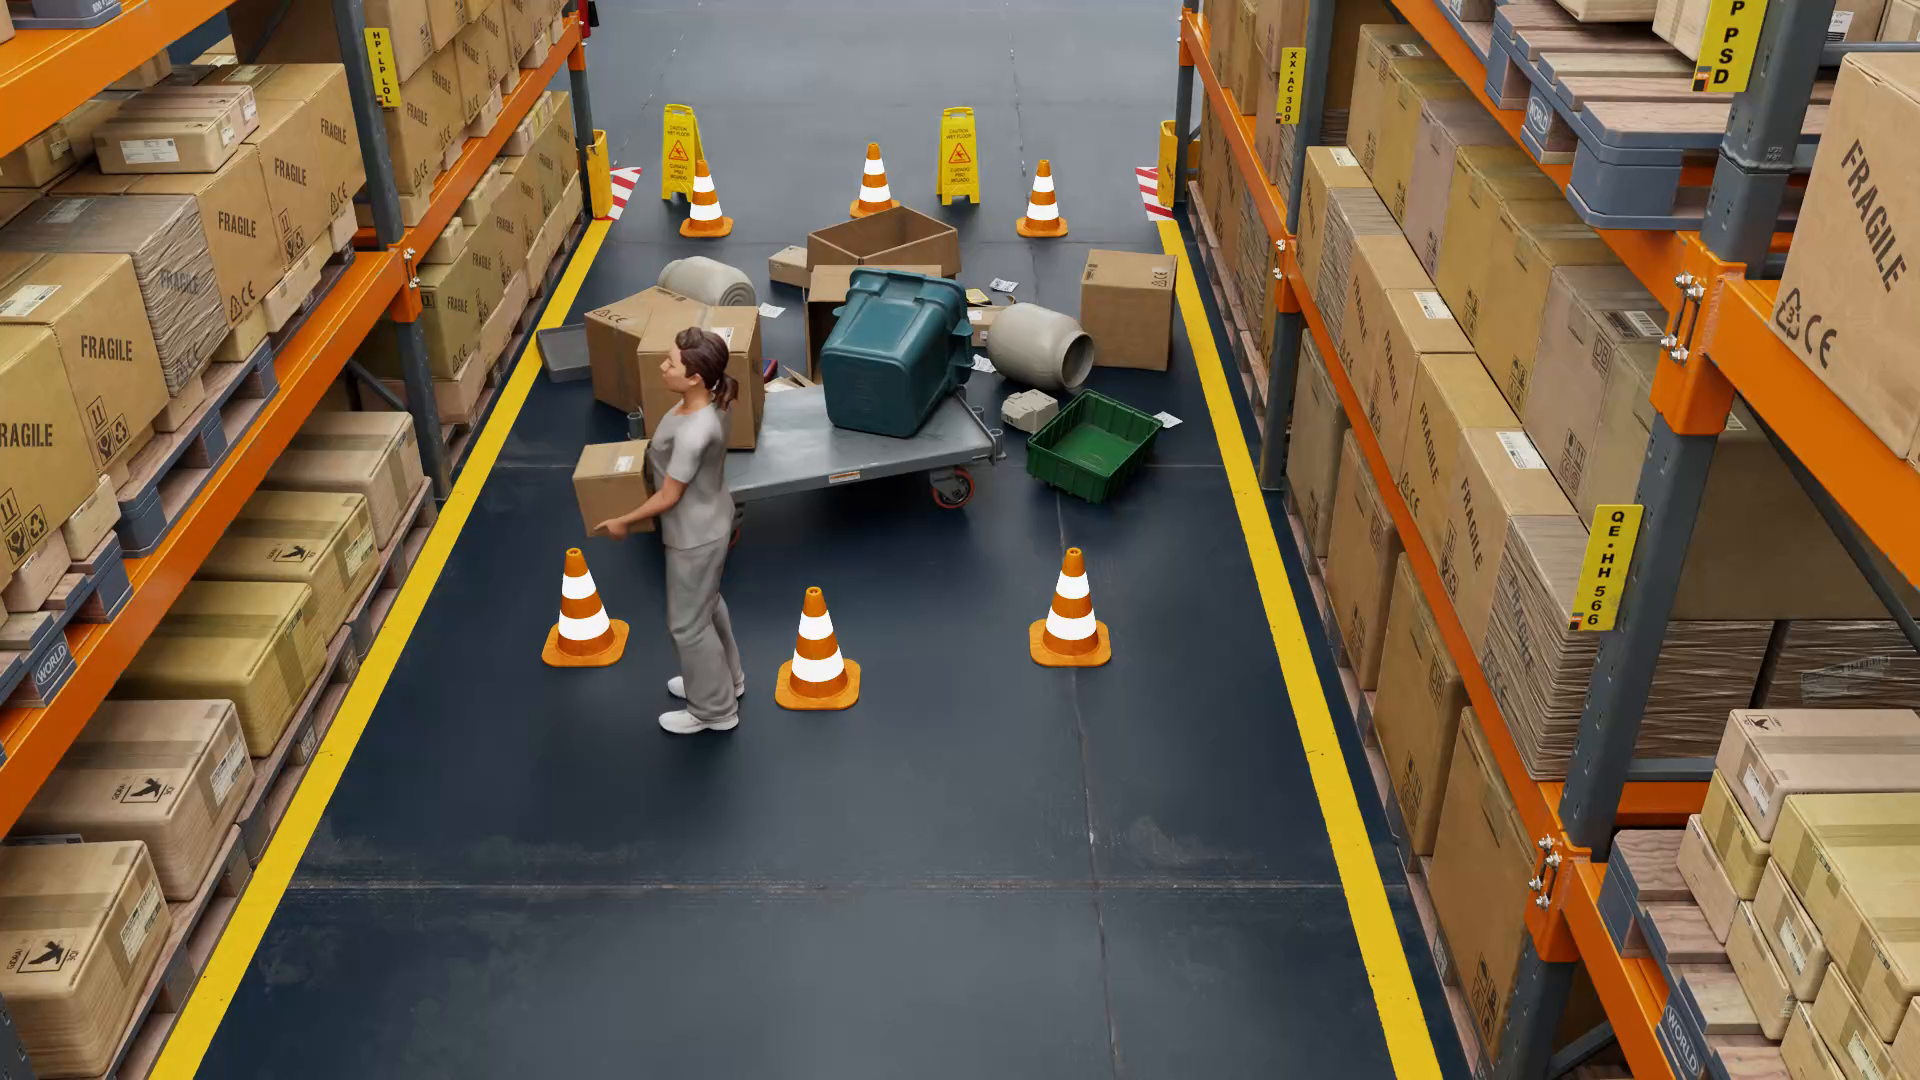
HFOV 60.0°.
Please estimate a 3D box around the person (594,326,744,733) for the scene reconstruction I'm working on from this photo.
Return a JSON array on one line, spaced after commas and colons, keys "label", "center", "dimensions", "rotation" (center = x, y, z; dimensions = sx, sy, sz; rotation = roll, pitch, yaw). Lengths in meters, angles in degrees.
[{"label": "person", "center": [-1.049, -0.023, 6.191], "dimensions": [0.559, 1.654, 0.439], "rotation": [0, 32, 0]}]
